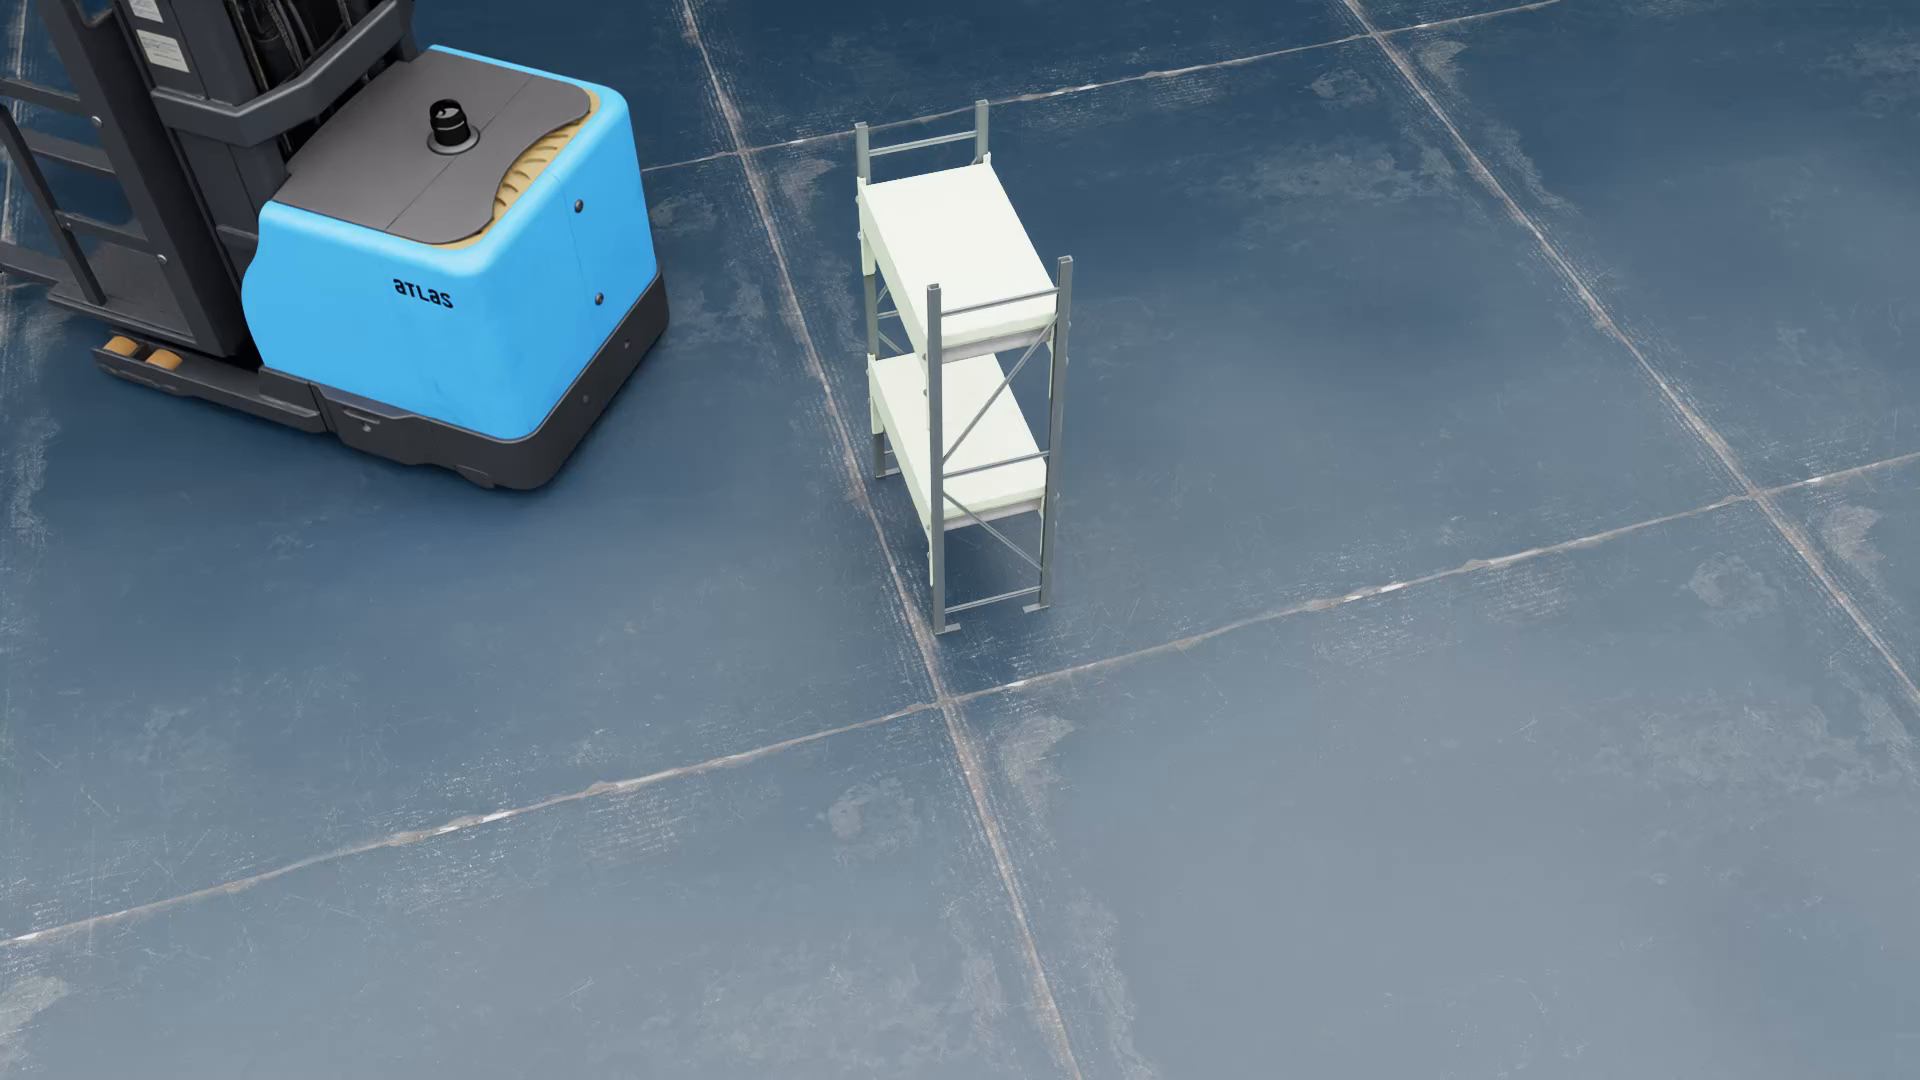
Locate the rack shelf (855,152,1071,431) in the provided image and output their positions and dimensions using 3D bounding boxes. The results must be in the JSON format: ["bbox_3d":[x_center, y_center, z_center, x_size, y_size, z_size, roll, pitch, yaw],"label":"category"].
[{"bbox_3d":[-0.002,-0.740,4.882,0.431,0.370,0.720,-13,51,-11],"label":"rack shelf"}]

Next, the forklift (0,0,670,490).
[{"bbox_3d":[-2.682,-1.848,5.391,3.031,2.935,1.130,17,52,14],"label":"forklift"}]

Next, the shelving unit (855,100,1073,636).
[{"bbox_3d":[-0.002,-0.488,5.181,0.431,1.500,0.755,-13,51,-11],"label":"shelving unit"}]

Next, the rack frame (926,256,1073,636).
[{"bbox_3d":[0.106,-0.221,4.955,0.400,1.500,0.023,-13,51,-11],"label":"rack frame"}]

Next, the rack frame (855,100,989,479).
[{"bbox_3d":[-0.110,-0.756,5.406,0.400,1.500,0.023,-13,51,-11],"label":"rack frame"}]

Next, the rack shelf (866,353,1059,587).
[{"bbox_3d":[-0.002,-0.278,5.430,0.431,0.370,0.720,-13,51,-11],"label":"rack shelf"}]
